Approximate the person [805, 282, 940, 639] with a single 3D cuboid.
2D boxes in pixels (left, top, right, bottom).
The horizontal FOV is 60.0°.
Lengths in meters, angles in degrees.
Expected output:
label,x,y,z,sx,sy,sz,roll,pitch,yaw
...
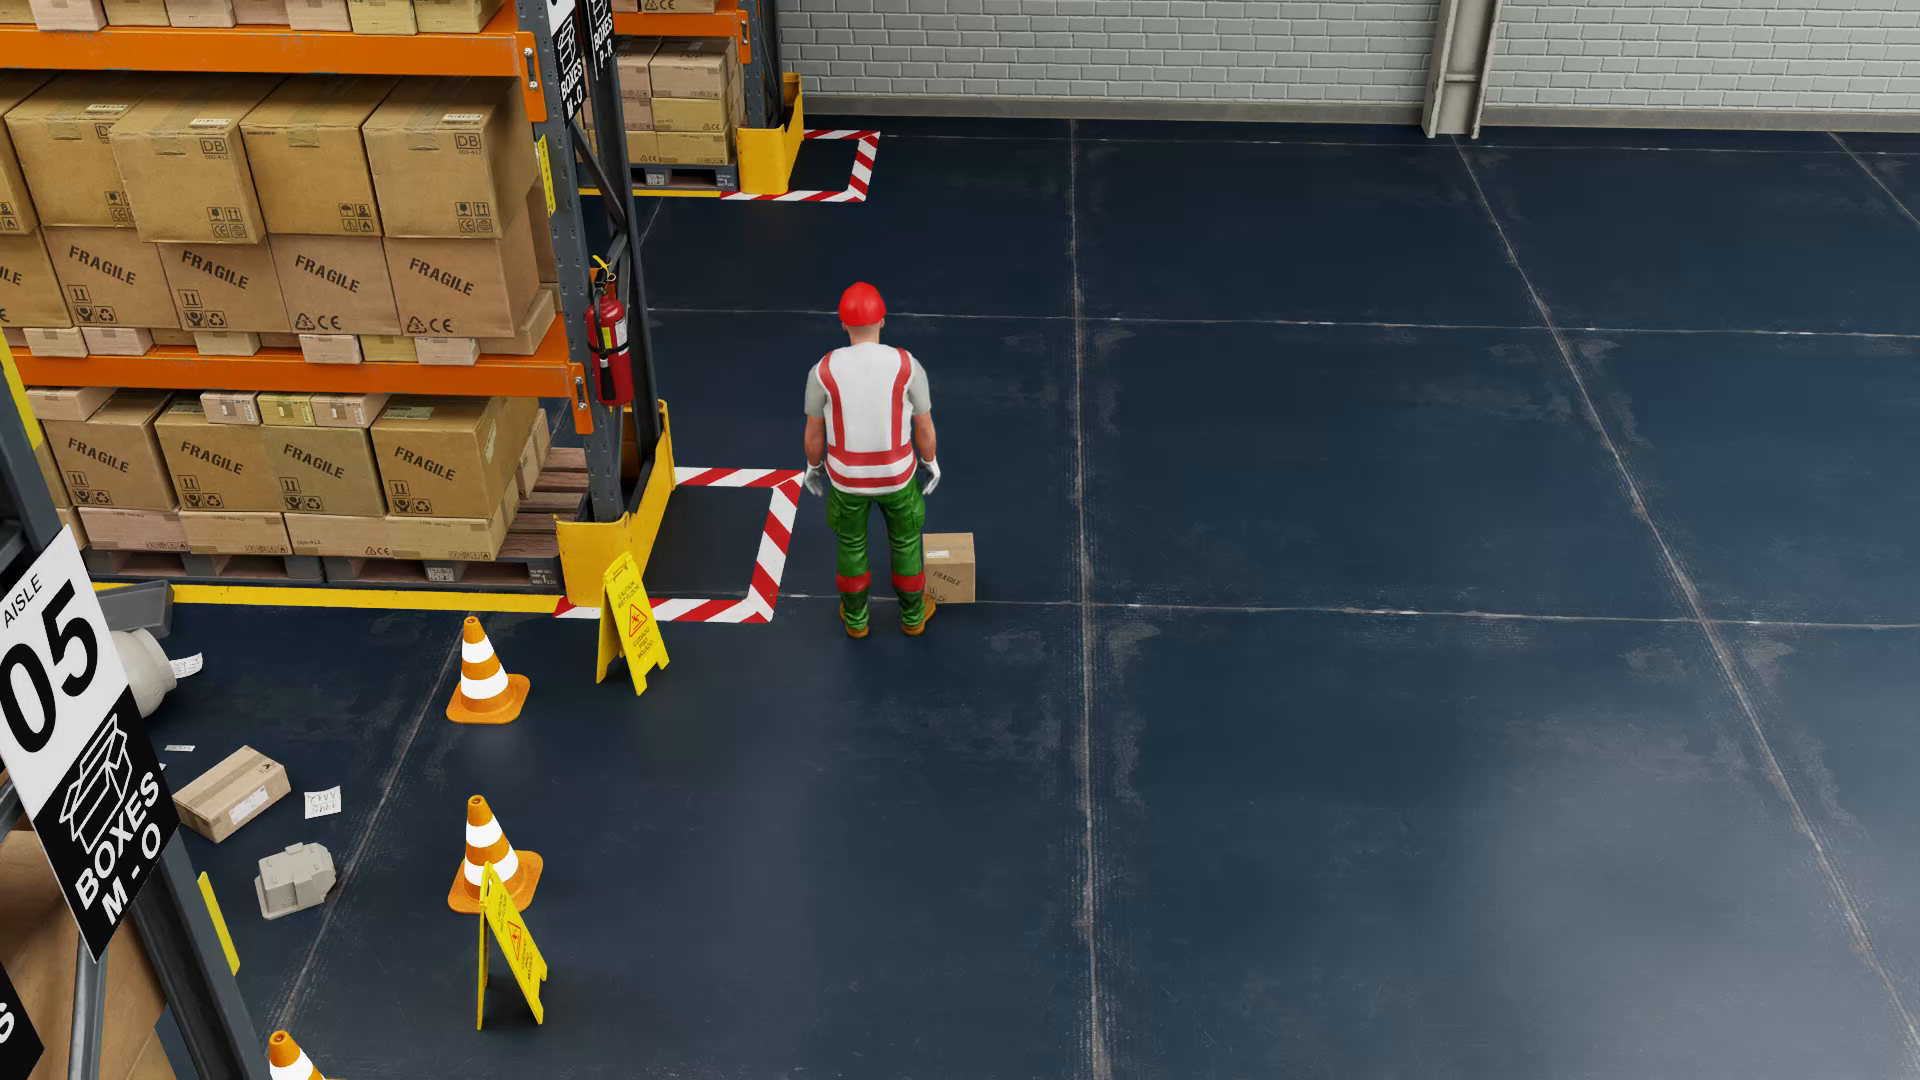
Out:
label,x,y,z,sx,sy,sz,roll,pitch,yaw
person,-0.398,-0.327,7.566,0.618,1.779,0.456,-1,35,-1
